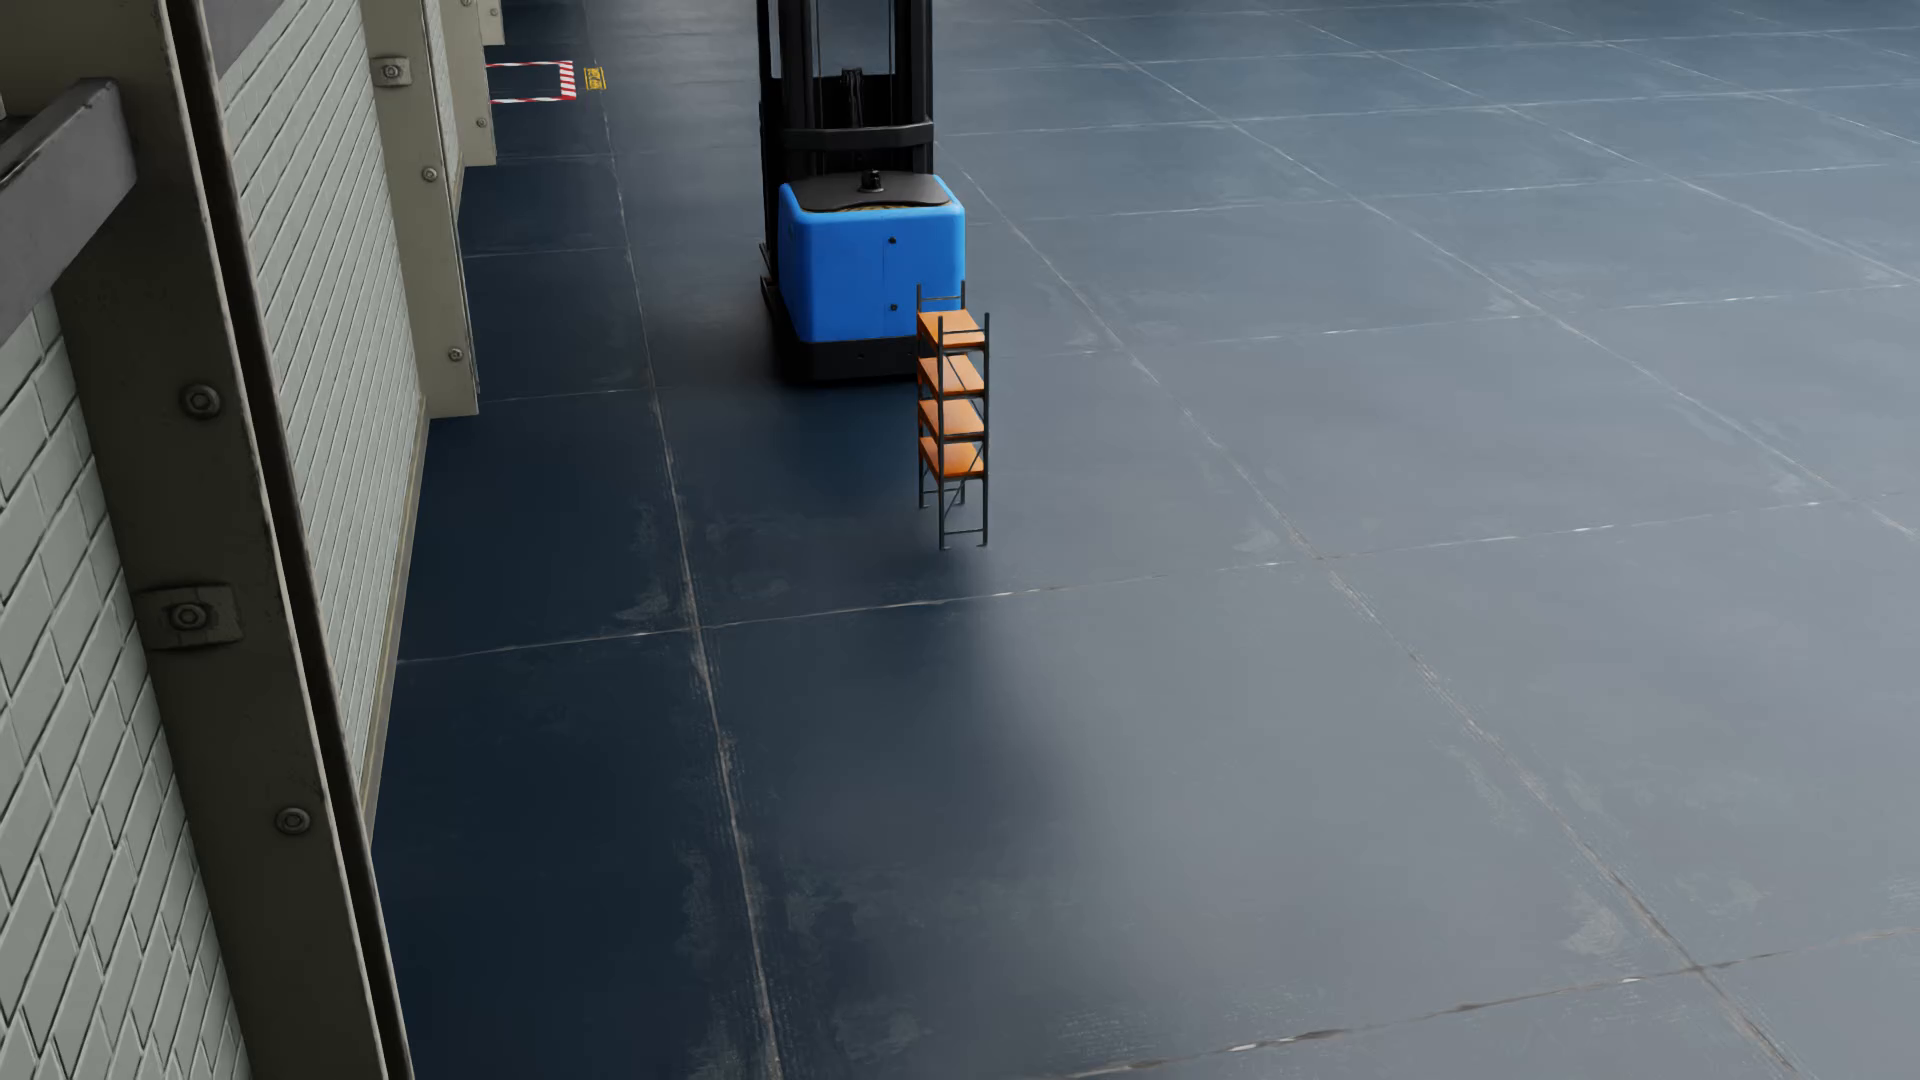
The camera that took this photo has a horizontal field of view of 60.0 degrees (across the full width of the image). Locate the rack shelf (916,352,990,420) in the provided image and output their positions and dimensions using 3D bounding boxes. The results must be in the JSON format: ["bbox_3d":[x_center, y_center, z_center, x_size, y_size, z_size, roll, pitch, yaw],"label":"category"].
[{"bbox_3d":[-0.037,-0.748,8.053,0.258,0.148,0.480,-6,27,-12],"label":"rack shelf"}]

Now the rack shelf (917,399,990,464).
[{"bbox_3d":[-0.037,-0.548,8.154,0.258,0.148,0.480,-6,27,-12],"label":"rack shelf"}]

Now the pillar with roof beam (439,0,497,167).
[{"bbox_3d":[-0.162,-7.891,13.897,9.100,9.000,0.400,-6,27,-12],"label":"pillar with roof beam"}]

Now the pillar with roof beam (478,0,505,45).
[{"bbox_3d":[-1.515,-10.525,19.115,9.100,9.000,0.400,-6,27,-12],"label":"pillar with roof beam"}]

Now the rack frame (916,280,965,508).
[{"bbox_3d":[-0.092,-0.715,8.336,0.240,1.200,0.015,-6,27,-12],"label":"rack frame"}]

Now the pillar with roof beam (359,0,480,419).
[{"bbox_3d":[1.190,-5.257,8.678,9.100,9.000,0.400,-6,27,-12],"label":"pillar with roof beam"}]

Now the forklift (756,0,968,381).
[{"bbox_3d":[-0.767,-2.907,10.758,1.130,2.935,3.031,-6,27,-11],"label":"forklift"}]

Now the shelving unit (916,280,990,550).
[{"bbox_3d":[-0.037,-0.608,8.124,0.258,1.200,0.503,-6,27,-12],"label":"shelving unit"}]

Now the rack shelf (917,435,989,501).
[{"bbox_3d":[-0.037,-0.371,8.243,0.258,0.148,0.480,-6,27,-12],"label":"rack shelf"}]

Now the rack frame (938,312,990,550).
[{"bbox_3d":[0.018,-0.501,7.911,0.240,1.200,0.015,-6,27,-12],"label":"rack frame"}]

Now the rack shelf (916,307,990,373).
[{"bbox_3d":[-0.037,-0.959,7.947,0.258,0.148,0.480,-6,27,-12],"label":"rack shelf"}]
